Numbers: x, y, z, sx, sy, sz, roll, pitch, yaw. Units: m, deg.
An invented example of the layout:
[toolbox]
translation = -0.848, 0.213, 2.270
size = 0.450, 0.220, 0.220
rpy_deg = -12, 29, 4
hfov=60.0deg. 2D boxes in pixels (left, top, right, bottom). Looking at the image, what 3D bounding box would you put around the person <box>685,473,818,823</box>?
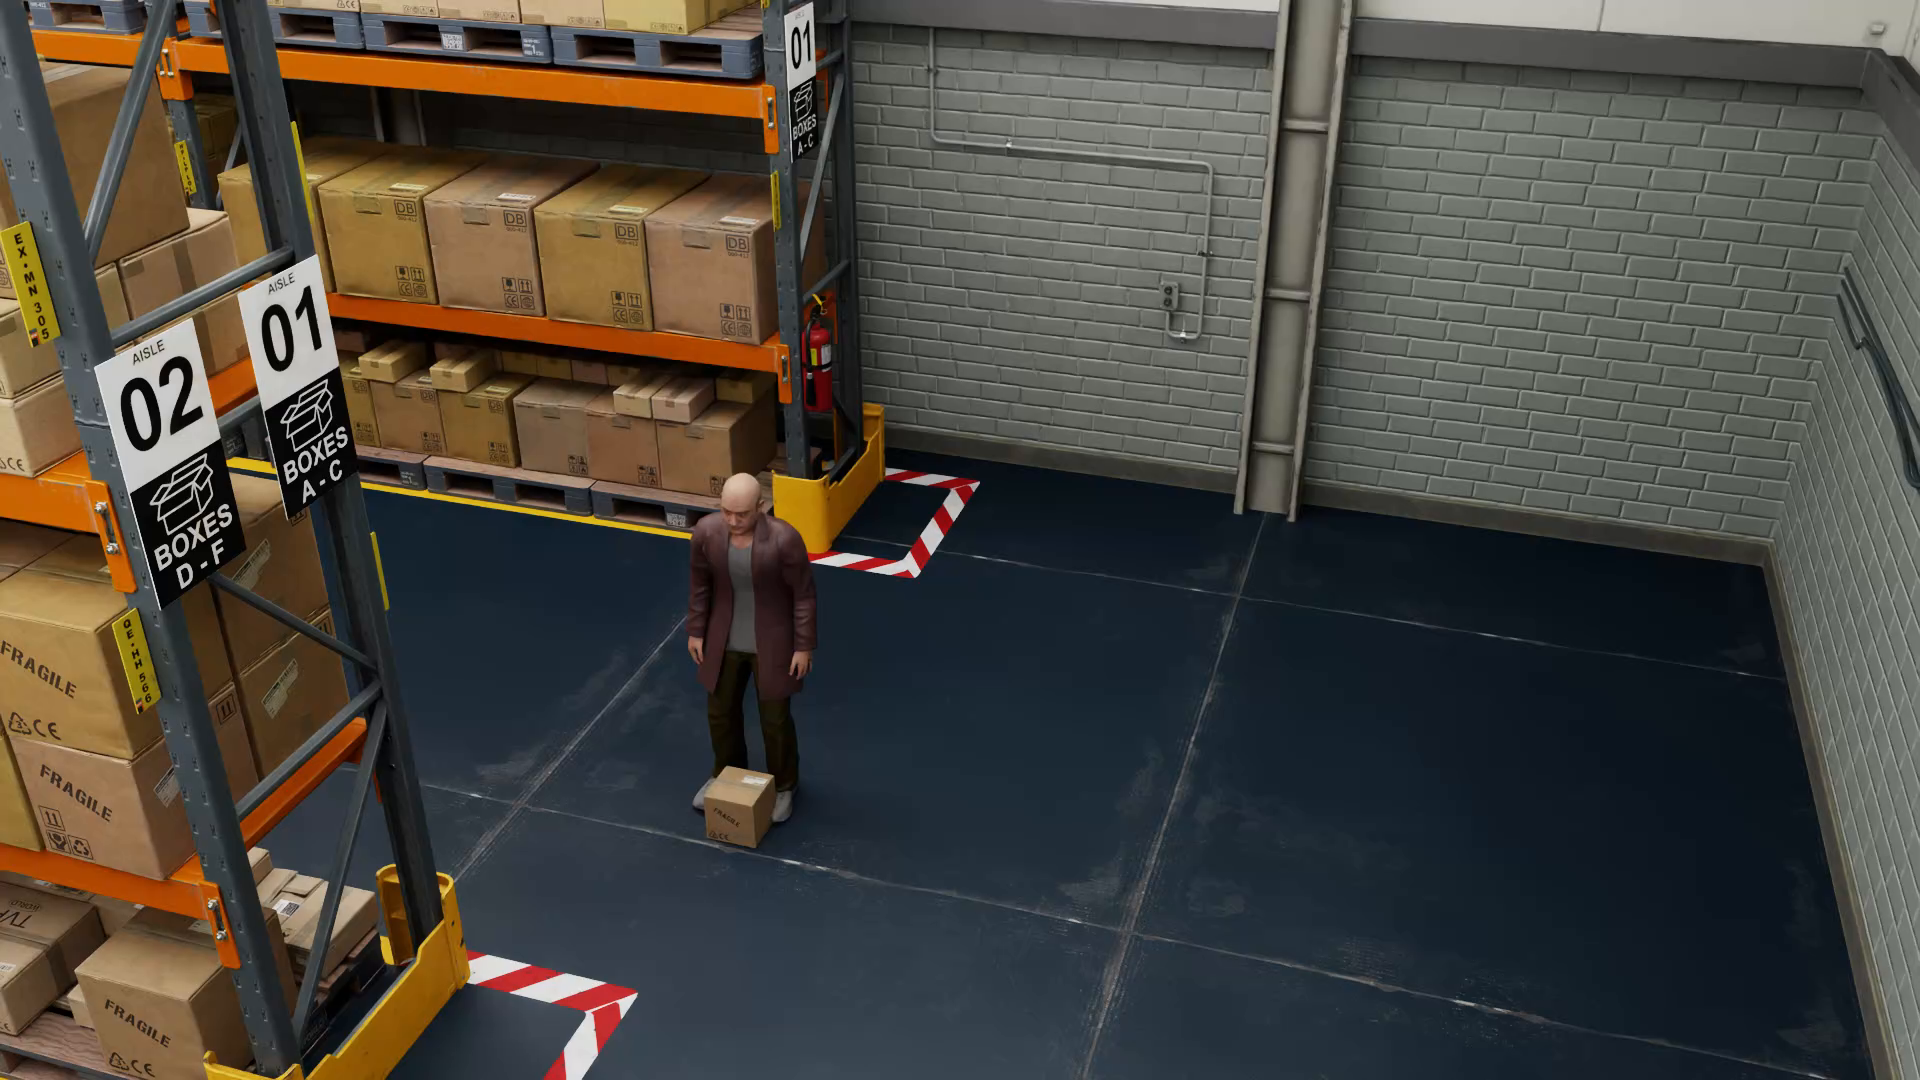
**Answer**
[person]
translation = -0.964, 0.473, 7.672
size = 0.642, 1.772, 0.428
rpy_deg = 7, 30, 13
